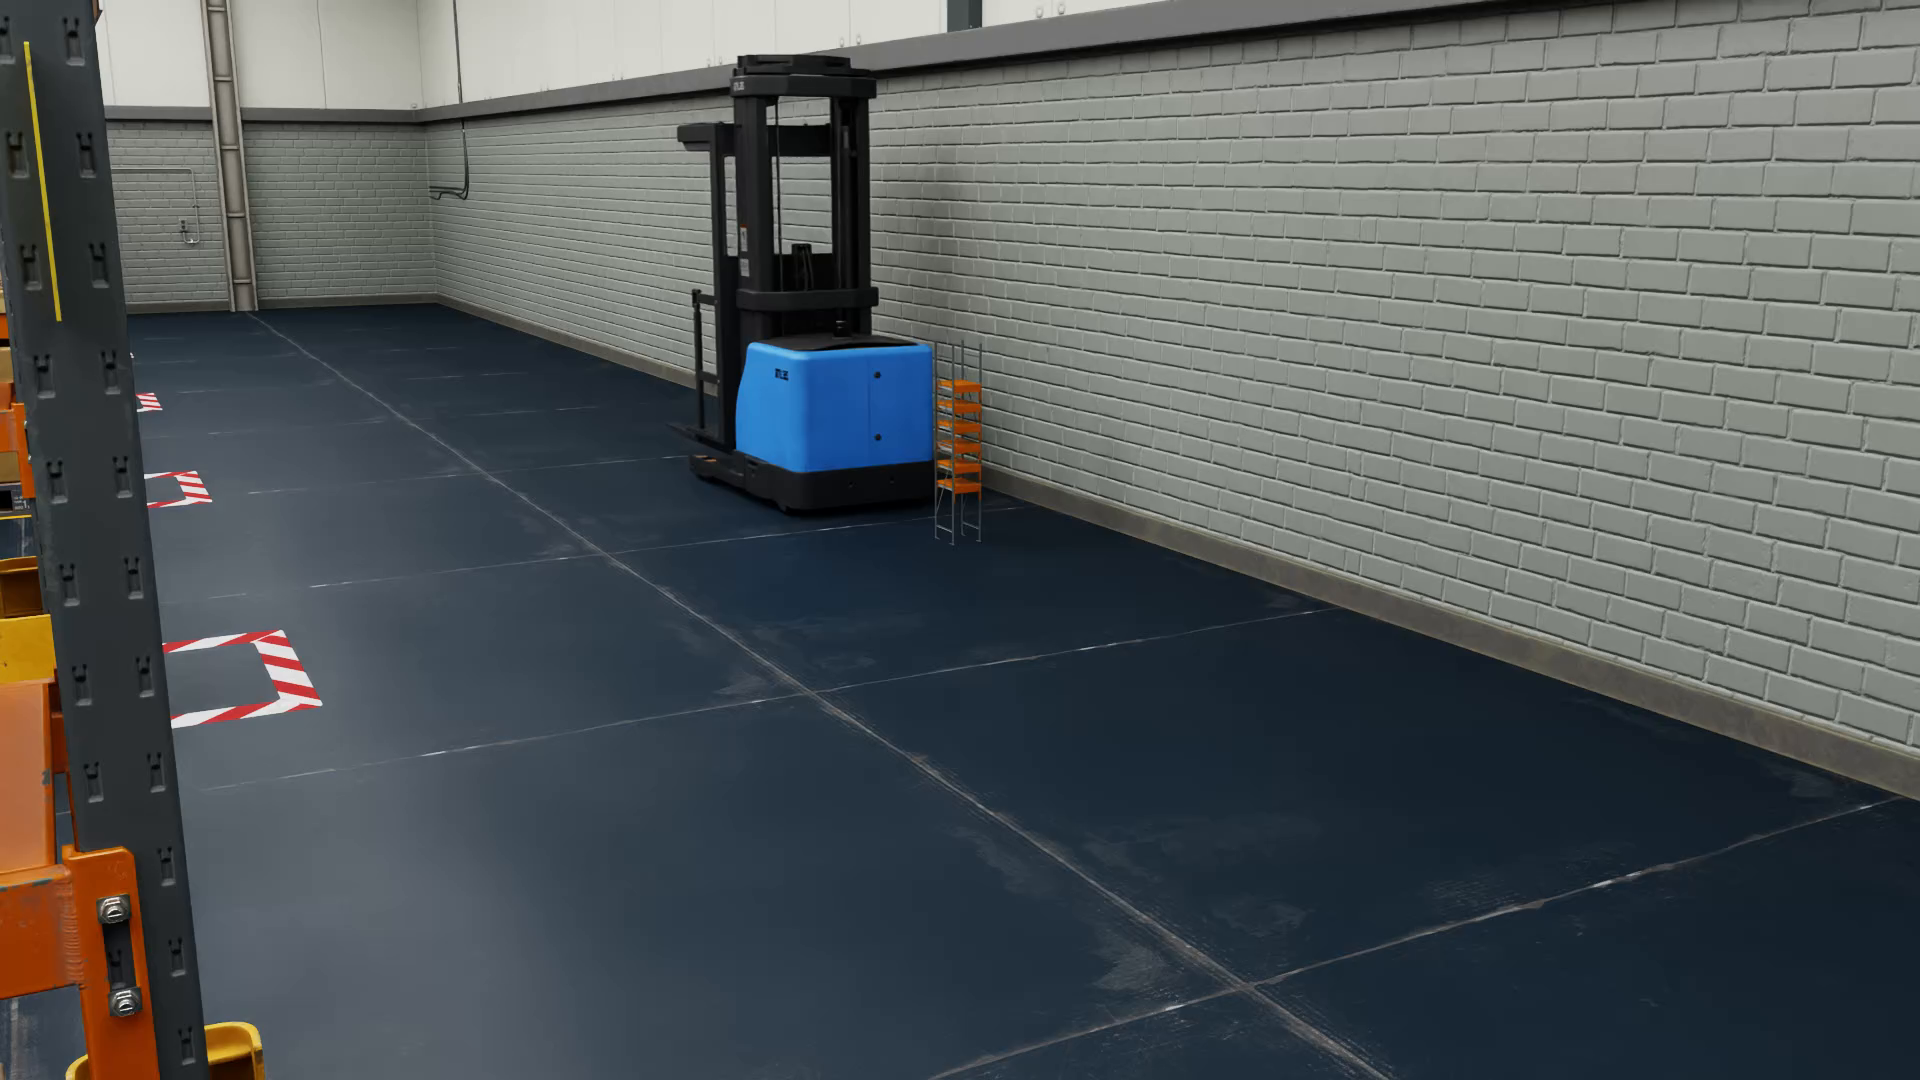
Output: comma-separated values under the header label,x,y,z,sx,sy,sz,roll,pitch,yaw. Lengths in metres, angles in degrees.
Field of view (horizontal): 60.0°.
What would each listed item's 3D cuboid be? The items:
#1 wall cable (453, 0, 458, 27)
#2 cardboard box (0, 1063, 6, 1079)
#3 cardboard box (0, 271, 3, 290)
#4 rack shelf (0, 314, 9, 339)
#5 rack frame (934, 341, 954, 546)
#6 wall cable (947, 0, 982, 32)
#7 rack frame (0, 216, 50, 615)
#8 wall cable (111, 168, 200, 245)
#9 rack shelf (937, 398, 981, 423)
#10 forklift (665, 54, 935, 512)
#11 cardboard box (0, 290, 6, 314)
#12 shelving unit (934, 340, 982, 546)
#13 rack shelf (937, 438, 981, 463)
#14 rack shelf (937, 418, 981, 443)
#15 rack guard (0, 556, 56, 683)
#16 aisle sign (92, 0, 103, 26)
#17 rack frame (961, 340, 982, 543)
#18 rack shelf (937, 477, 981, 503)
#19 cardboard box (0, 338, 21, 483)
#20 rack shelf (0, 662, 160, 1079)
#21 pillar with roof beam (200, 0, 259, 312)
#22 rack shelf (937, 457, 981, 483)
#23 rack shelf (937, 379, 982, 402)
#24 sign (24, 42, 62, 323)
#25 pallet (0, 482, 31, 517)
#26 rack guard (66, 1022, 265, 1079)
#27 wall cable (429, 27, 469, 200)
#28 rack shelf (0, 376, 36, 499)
label,x,y,z,sx,sy,sz,roll,pitch,yaw
wall cable,-6.794,-8.510,22.995,0.112,2.526,3.097,-7,14,-28
cardboard box,-1.888,1.278,2.476,0.875,0.438,0.875,-7,15,-30
cardboard box,-6.404,-1.735,10.652,0.500,0.250,0.500,-7,15,-29
rack shelf,-7.861,-1.204,10.266,4.000,0.370,1.077,-7,14,-28
rack frame,-0.093,-0.574,9.928,0.006,1.200,0.240,-7,14,-28
wall cable,0.509,-6.192,9.801,0.120,5.999,2.277,-7,14,-28
rack frame,-3.818,-0.799,6.827,0.127,3.000,1.000,-7,14,-28
wall cable,-12.555,-5.442,25.143,1.851,1.984,0.084,-7,14,-28
rack shelf,-0.013,-0.775,9.928,0.180,0.103,0.258,-7,14,-28
forklift,-1.316,-1.891,11.836,1.130,2.935,3.031,-7,14,-28
cardboard box,-6.260,-1.542,10.701,0.250,0.149,0.380,-7,14,-27
shelving unit,-0.013,-0.584,9.971,0.189,1.200,0.258,-7,14,-28
rack shelf,-0.013,-0.540,9.980,0.180,0.103,0.258,-7,14,-28
rack shelf,-0.013,-0.658,9.954,0.180,0.103,0.258,-7,14,-28
rack guard,-3.884,0.429,7.066,0.348,0.500,1.175,-7,14,-28
aisle sign,-1.145,-1.072,2.118,0.004,0.787,0.394,-7,14,-28
rack frame,0.068,-0.593,10.013,0.006,1.200,0.240,-7,14,-28
rack shelf,-0.013,-0.306,10.033,0.180,0.103,0.258,-7,14,-28
cardboard box,-6.629,-0.851,10.941,0.875,0.875,0.875,-7,14,-28
rack shelf,-3.113,0.706,1.780,4.000,0.370,1.077,-7,14,-28
pillar with roof beam,-9.207,-7.177,21.504,0.400,9.000,9.100,-7,14,-28
rack shelf,-0.013,-0.423,10.007,0.180,0.103,0.258,-7,14,-28
rack shelf,-0.013,-0.892,9.901,0.180,0.103,0.258,-7,14,-28
sign,-1.109,-0.430,2.011,0.005,0.325,0.100,-7,14,-28
pallet,-6.770,-0.306,10.987,1.213,0.211,1.003,-7,14,-28
rack guard,-1.336,1.361,2.921,0.348,0.500,1.175,-7,14,-28
wall cable,-8.090,-6.567,25.867,0.112,2.526,3.097,-7,14,-28
rack shelf,-5.573,-0.237,5.971,4.000,0.370,1.077,-7,14,-28
